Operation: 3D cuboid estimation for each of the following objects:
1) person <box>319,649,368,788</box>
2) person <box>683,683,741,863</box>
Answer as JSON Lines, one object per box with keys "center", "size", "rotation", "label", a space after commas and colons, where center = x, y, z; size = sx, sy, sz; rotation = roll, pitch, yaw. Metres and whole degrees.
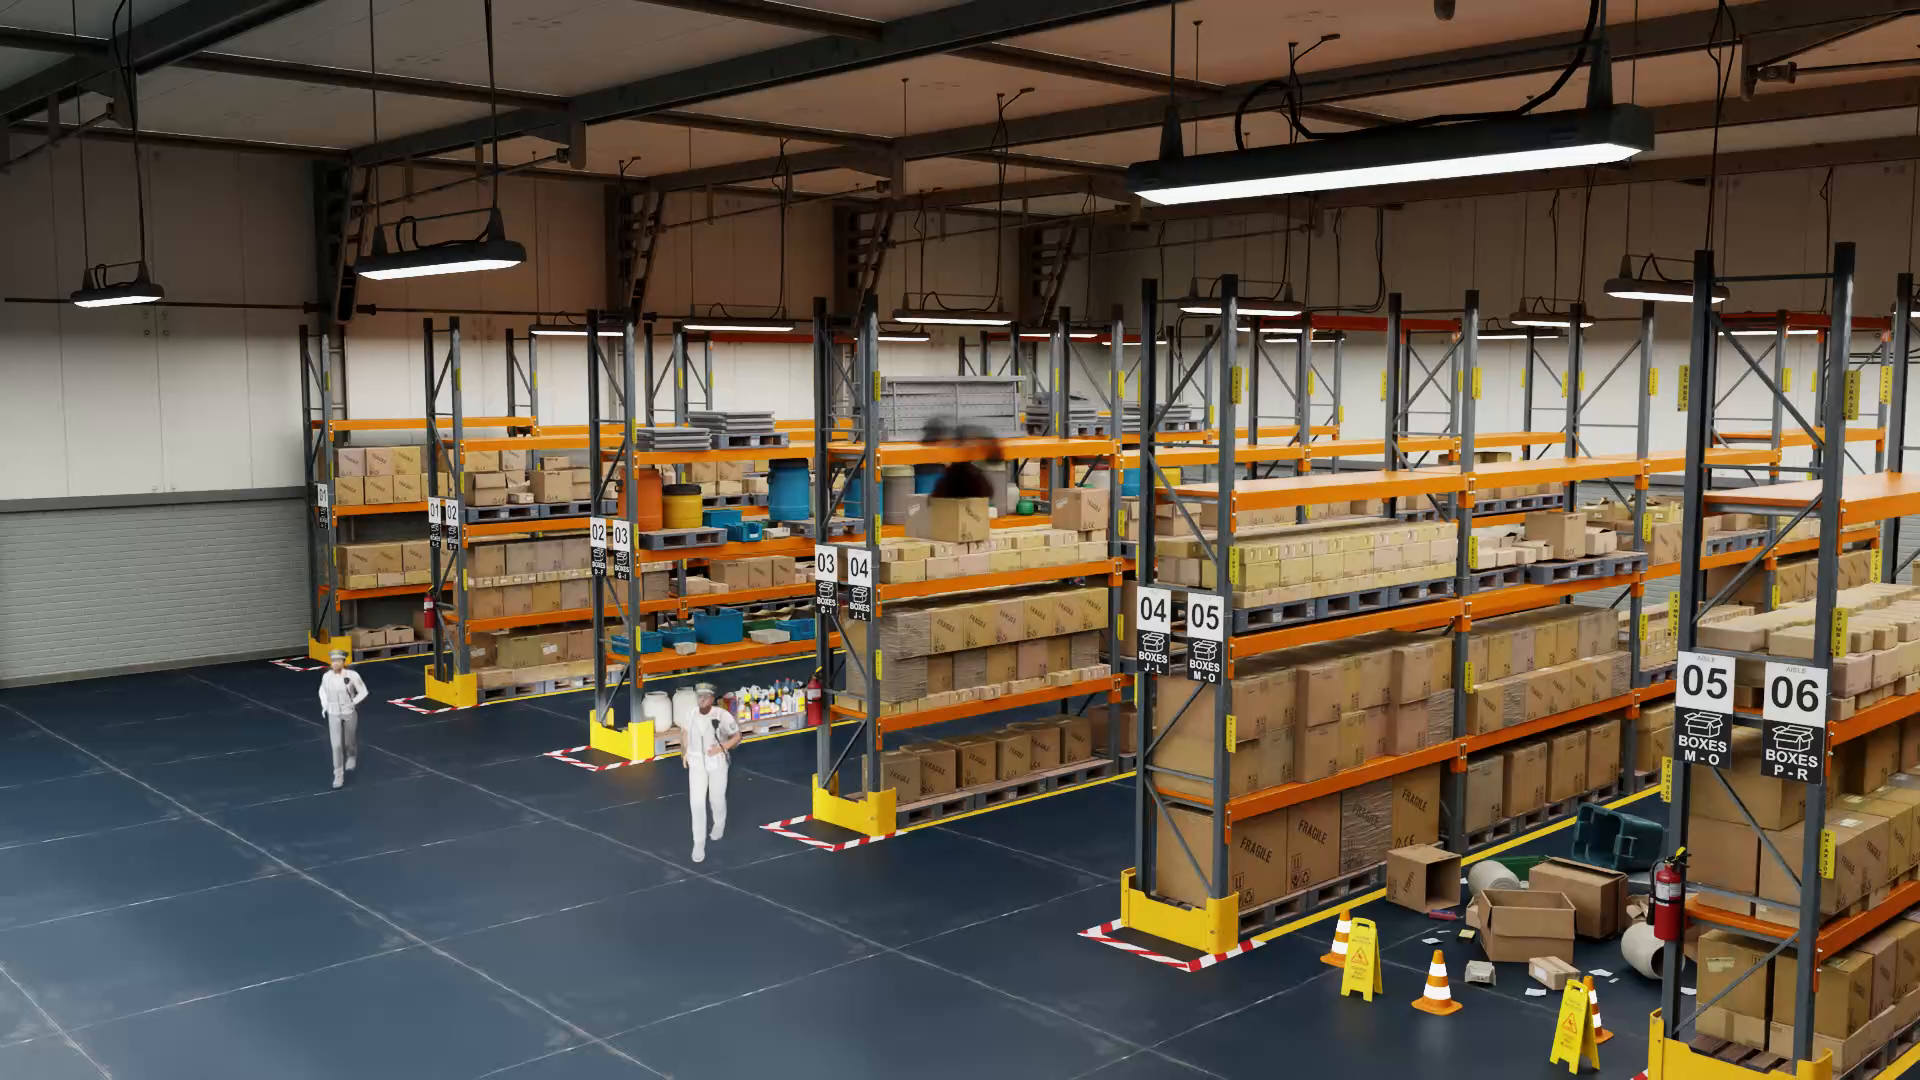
{"center": [-7.745, 2.191, 20.900], "size": [0.610, 1.694, 0.860], "rotation": [-1, 6, -10], "label": "person"}
{"center": [-2.638, 2.405, 17.652], "size": [0.651, 1.852, 0.821], "rotation": [0, 6, 2], "label": "person"}
